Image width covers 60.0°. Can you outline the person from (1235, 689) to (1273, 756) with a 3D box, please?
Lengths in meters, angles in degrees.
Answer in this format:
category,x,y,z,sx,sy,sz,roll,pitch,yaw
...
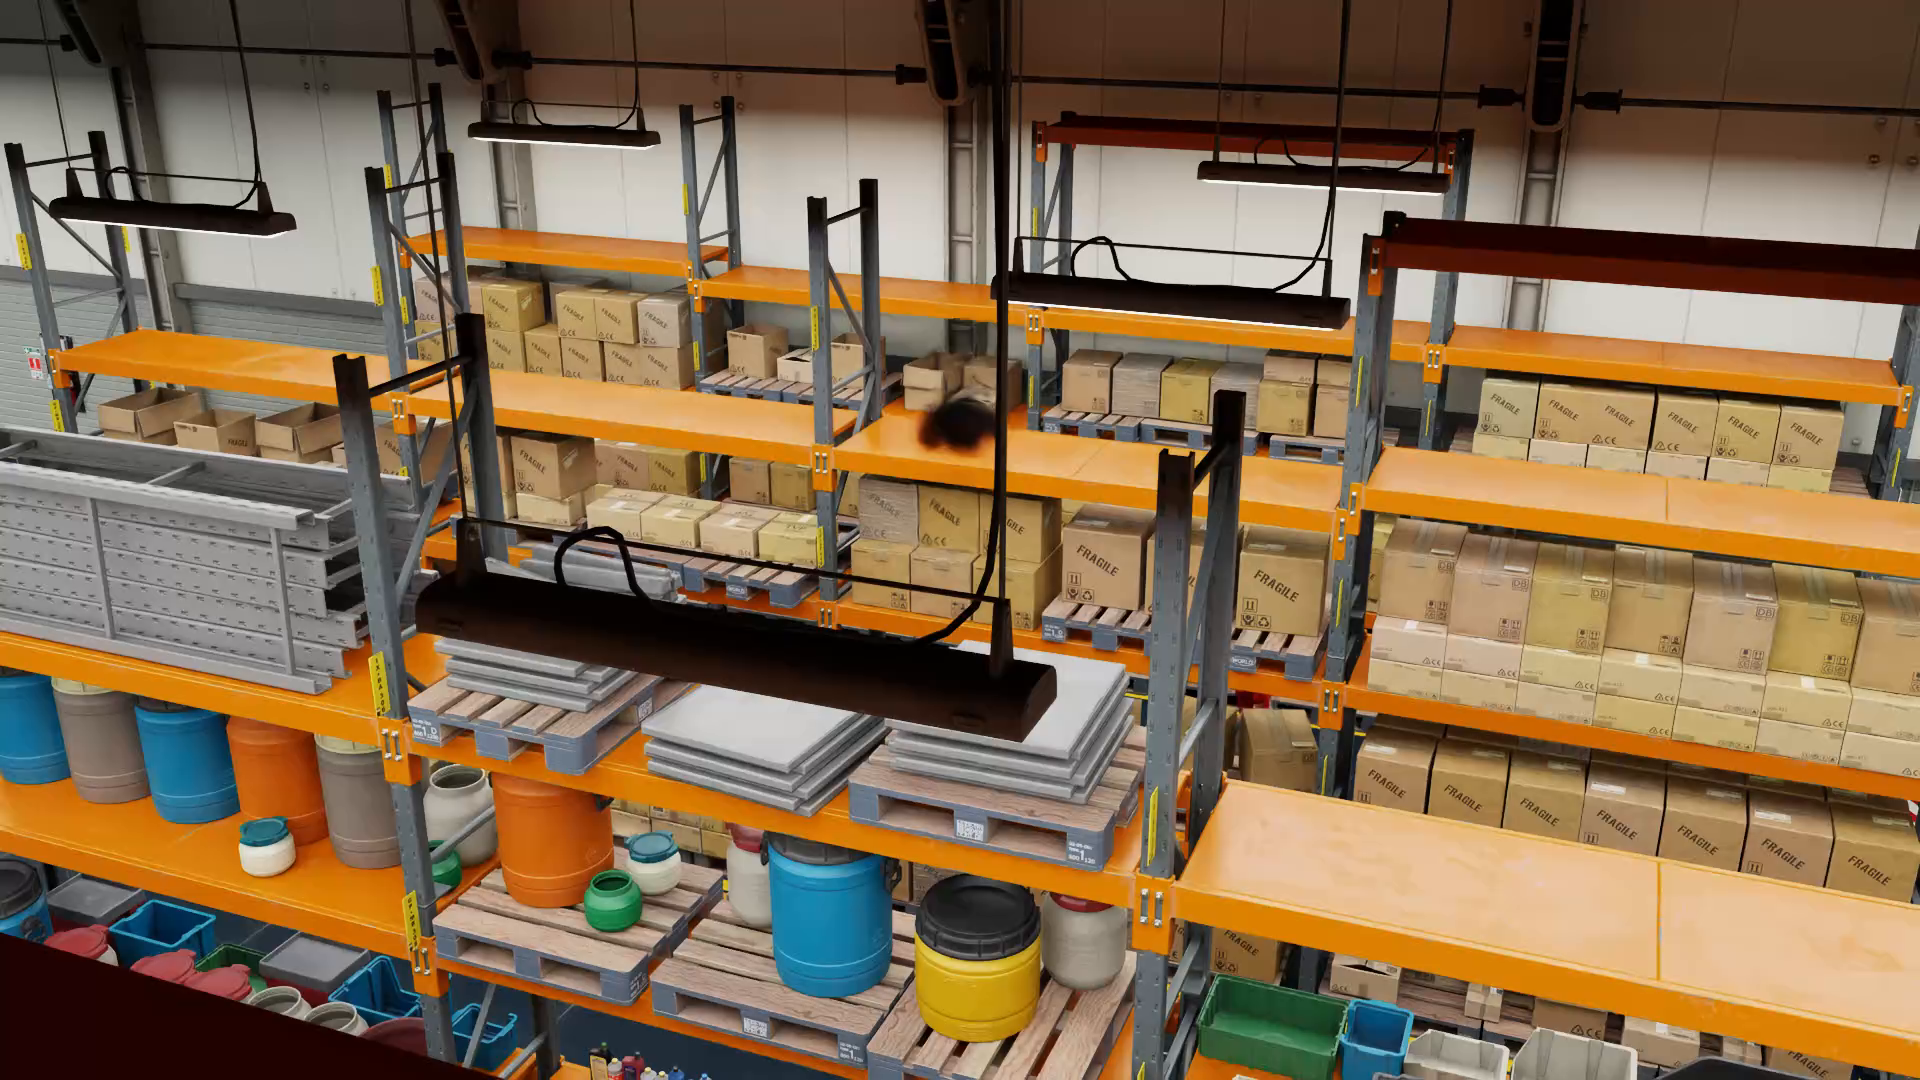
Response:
category,x,y,z,sx,sy,sz,roll,pitch,yaw
person,2.822,1.715,15.583,0.673,1.665,0.661,3,21,7
